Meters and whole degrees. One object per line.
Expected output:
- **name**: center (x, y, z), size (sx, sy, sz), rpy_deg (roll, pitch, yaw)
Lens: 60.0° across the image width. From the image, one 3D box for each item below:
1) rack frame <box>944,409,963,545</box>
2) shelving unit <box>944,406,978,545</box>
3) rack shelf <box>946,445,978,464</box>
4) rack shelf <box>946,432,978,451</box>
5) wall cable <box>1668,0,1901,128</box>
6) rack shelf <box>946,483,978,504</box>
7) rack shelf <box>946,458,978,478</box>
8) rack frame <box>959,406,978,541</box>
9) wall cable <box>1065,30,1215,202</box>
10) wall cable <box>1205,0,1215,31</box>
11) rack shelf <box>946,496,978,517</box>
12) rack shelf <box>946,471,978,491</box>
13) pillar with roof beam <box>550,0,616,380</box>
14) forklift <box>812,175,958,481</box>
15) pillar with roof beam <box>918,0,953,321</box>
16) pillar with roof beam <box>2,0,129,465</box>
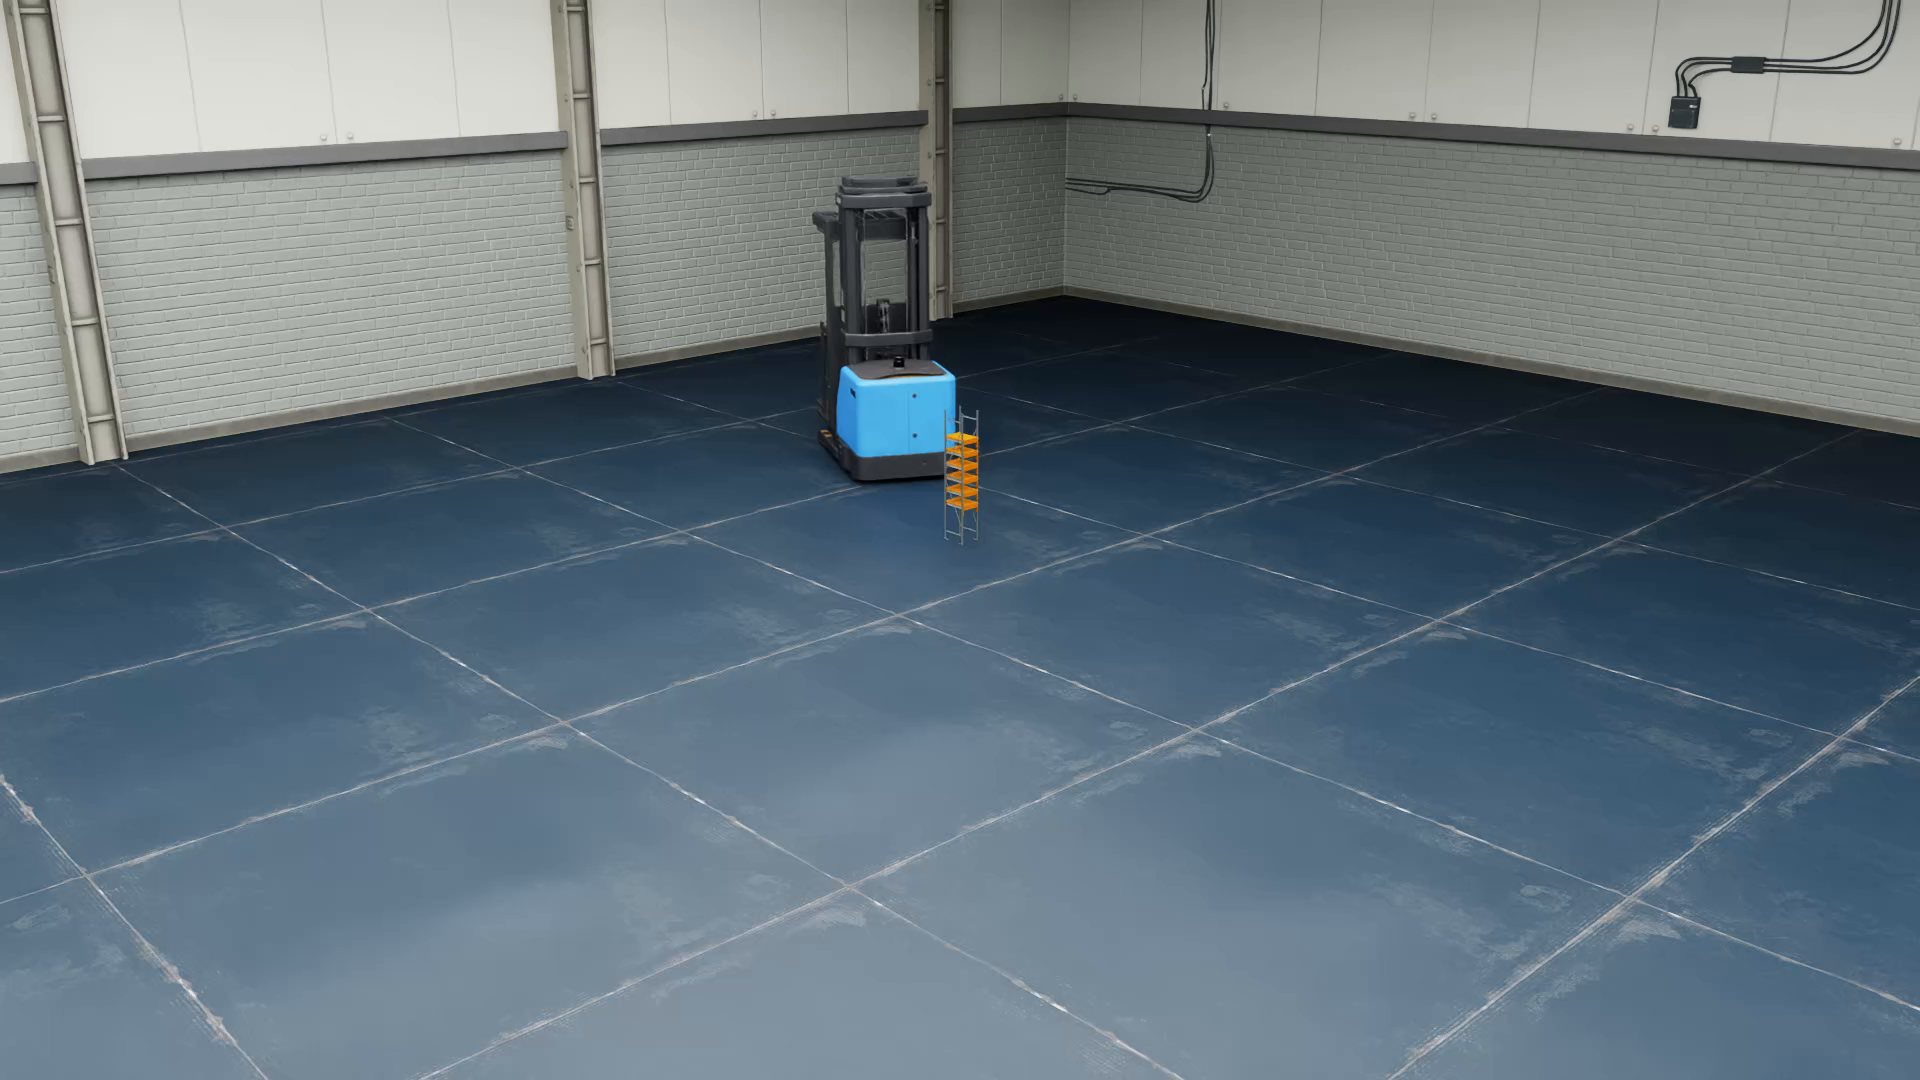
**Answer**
- **rack frame**: center (-0.056, -0.554, 14.749), size (0.006, 1.200, 0.240), rpy_deg (-16, 24, -41)
- **shelving unit**: center (0.011, -0.574, 14.809), size (0.189, 1.200, 0.258), rpy_deg (-16, 24, -41)
- **rack shelf**: center (0.011, -0.760, 14.749), size (0.180, 0.103, 0.258), rpy_deg (-16, 24, -41)
- **rack shelf**: center (0.011, -0.874, 14.712), size (0.180, 0.103, 0.258), rpy_deg (-16, 24, -41)
- **wall cable**: center (9.204, -7.498, 18.005), size (0.169, 6.003, 2.305), rpy_deg (-16, 24, -41)
- **rack shelf**: center (0.011, -0.417, 14.860), size (0.180, 0.103, 0.258), rpy_deg (-16, 24, -41)
- **rack shelf**: center (0.011, -0.646, 14.786), size (0.180, 0.103, 0.258), rpy_deg (-16, 24, -41)
- **rack frame**: center (0.077, -0.593, 14.869), size (0.006, 1.200, 0.240), rpy_deg (-16, 24, -41)
- **wall cable**: center (2.693, -6.534, 25.580), size (0.112, 2.526, 3.097), rpy_deg (-16, 24, -41)
- **wall cable**: center (4.552, -8.330, 22.931), size (0.112, 2.526, 3.097), rpy_deg (-16, 24, -41)
- **rack shelf**: center (0.011, -0.303, 14.897), size (0.180, 0.103, 0.258), rpy_deg (-16, 24, -41)
- **rack shelf**: center (0.011, -0.532, 14.823), size (0.180, 0.103, 0.258), rpy_deg (-16, 24, -41)
- **pillar with roof beam**: center (-1.758, -5.447, 17.193), size (0.400, 9.000, 9.100), rpy_deg (-16, 24, -41)
- **forklift**: center (-0.926, -2.402, 17.642), size (1.130, 2.935, 3.031), rpy_deg (-5, 19, -15)
- **pillar with roof beam**: center (2.602, -6.718, 21.114), size (0.400, 9.000, 9.100), rpy_deg (-16, 24, -41)
- **pillar with roof beam**: center (-6.117, -4.175, 13.272), size (0.400, 9.000, 9.100), rpy_deg (-16, 24, -41)
